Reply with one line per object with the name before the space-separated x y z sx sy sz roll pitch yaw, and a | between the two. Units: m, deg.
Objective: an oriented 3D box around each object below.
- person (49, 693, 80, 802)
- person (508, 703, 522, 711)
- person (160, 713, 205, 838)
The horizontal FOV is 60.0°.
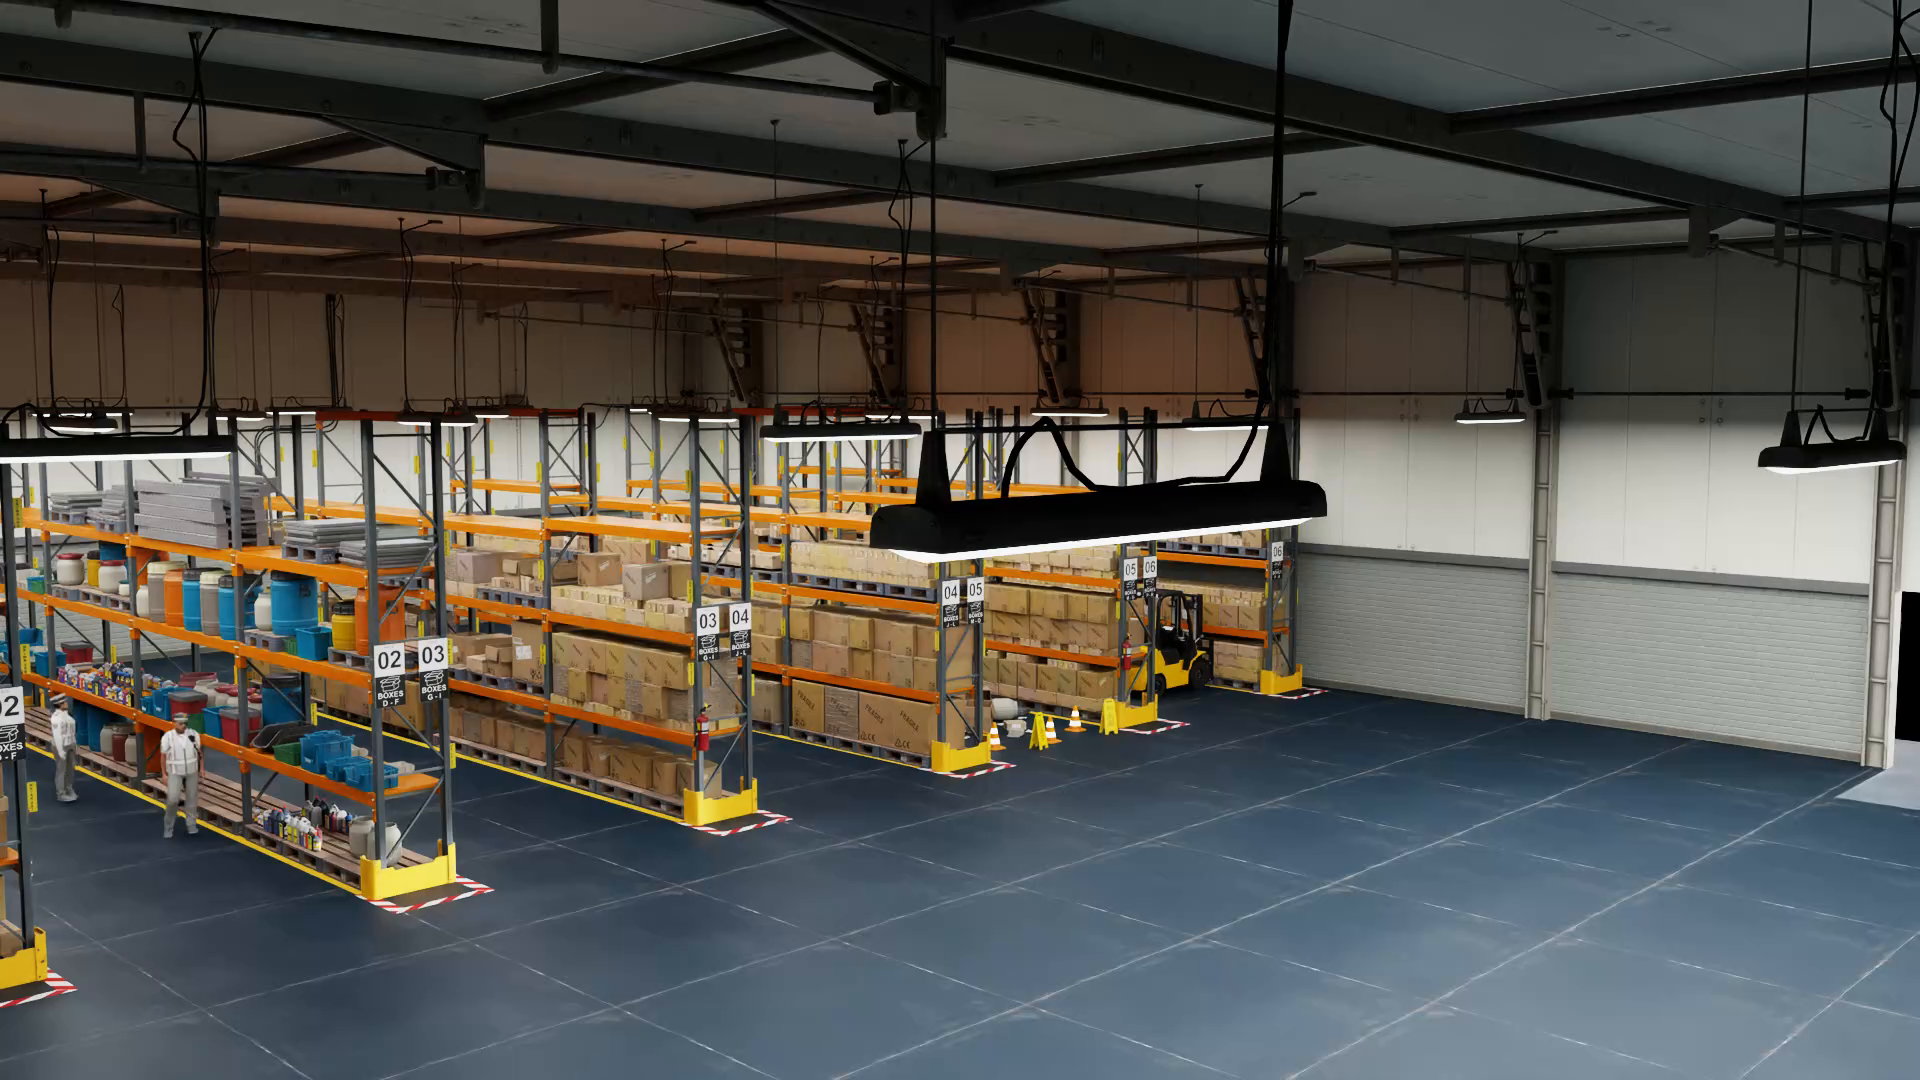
person | -13.900 3.224 25.812 0.371 1.717 0.542 0 5 5
person | -8.400 2.701 31.581 0.772 1.809 0.878 -5 7 -45
person | -11.170 3.380 23.873 0.599 1.822 0.425 -4 7 -41
